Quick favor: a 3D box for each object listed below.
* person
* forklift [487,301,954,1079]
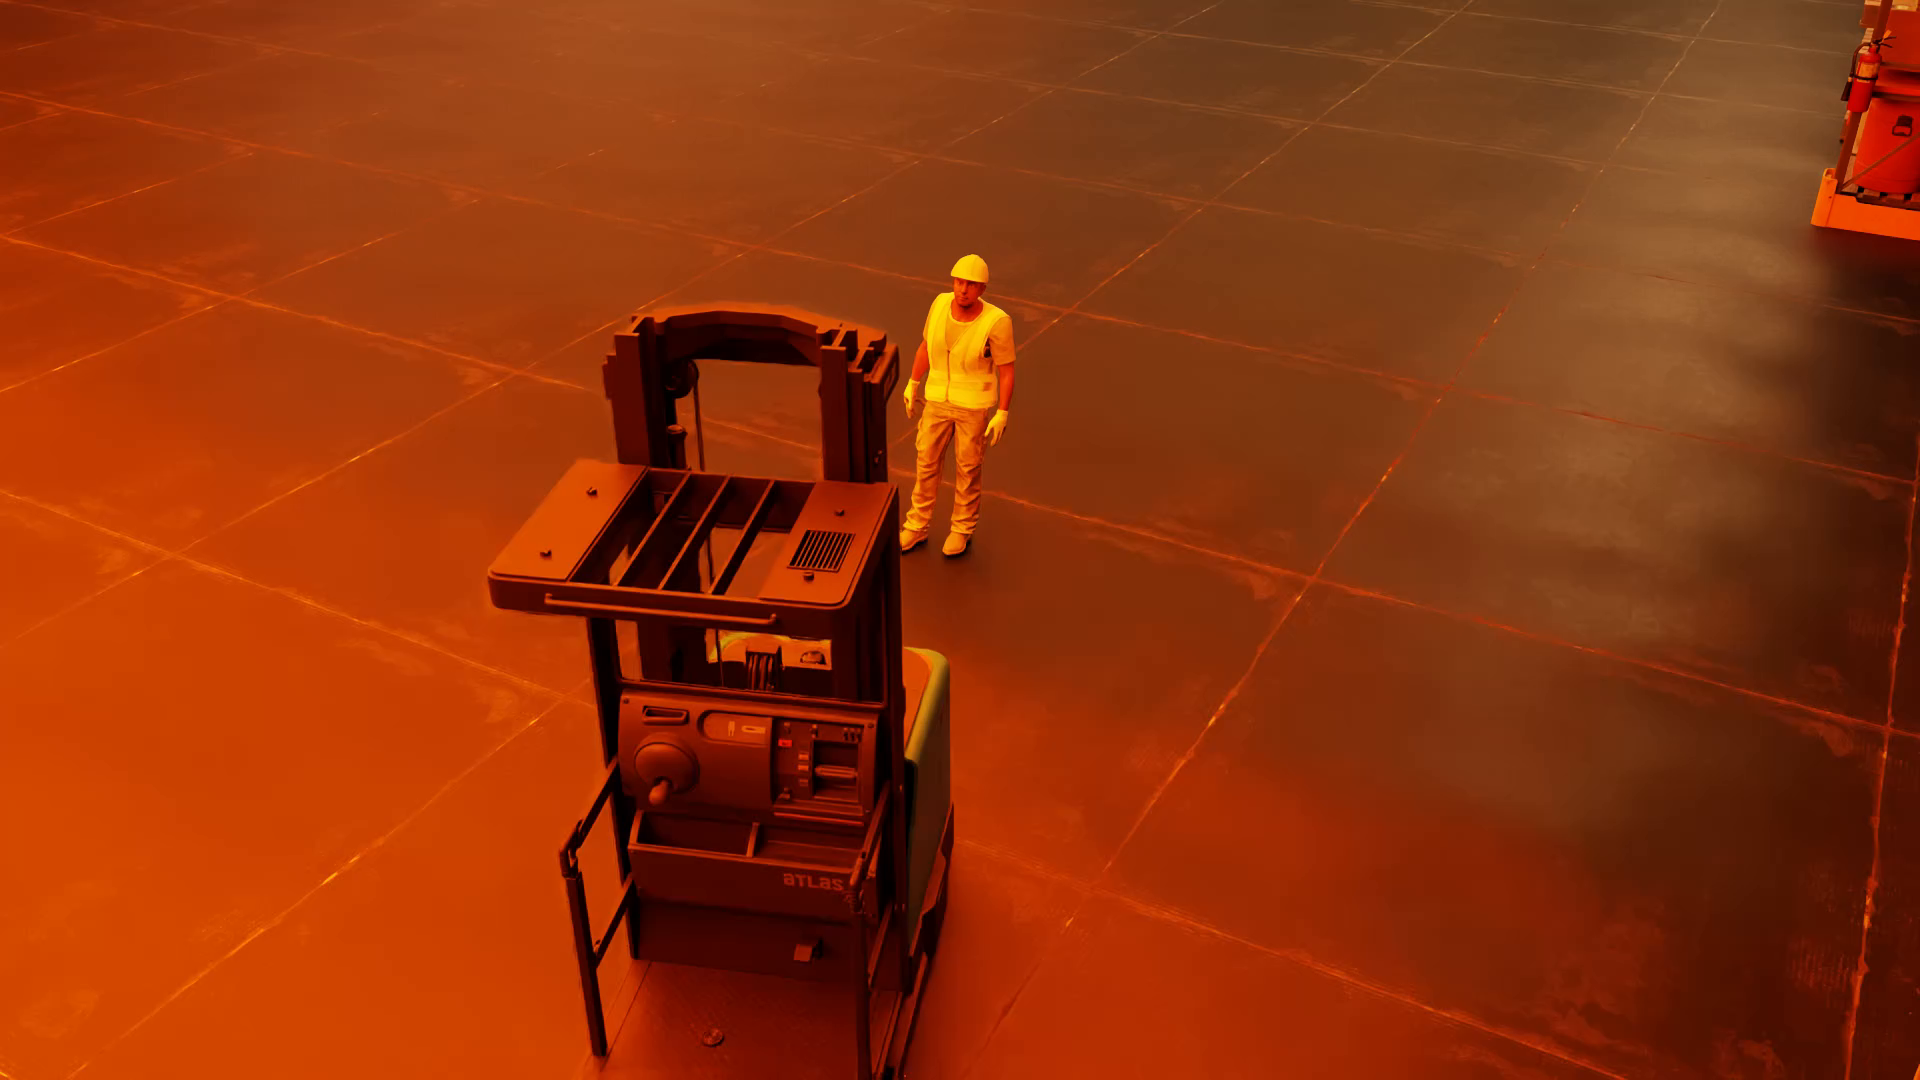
[{"bbox_3d":[-0.043,-0.750,9.503,0.656,1.782,0.577,15,33,25],"label":"person"},{"bbox_3d":[-0.781,0.813,5.662,1.130,2.935,3.031,5,30,8],"label":"forklift"}]
